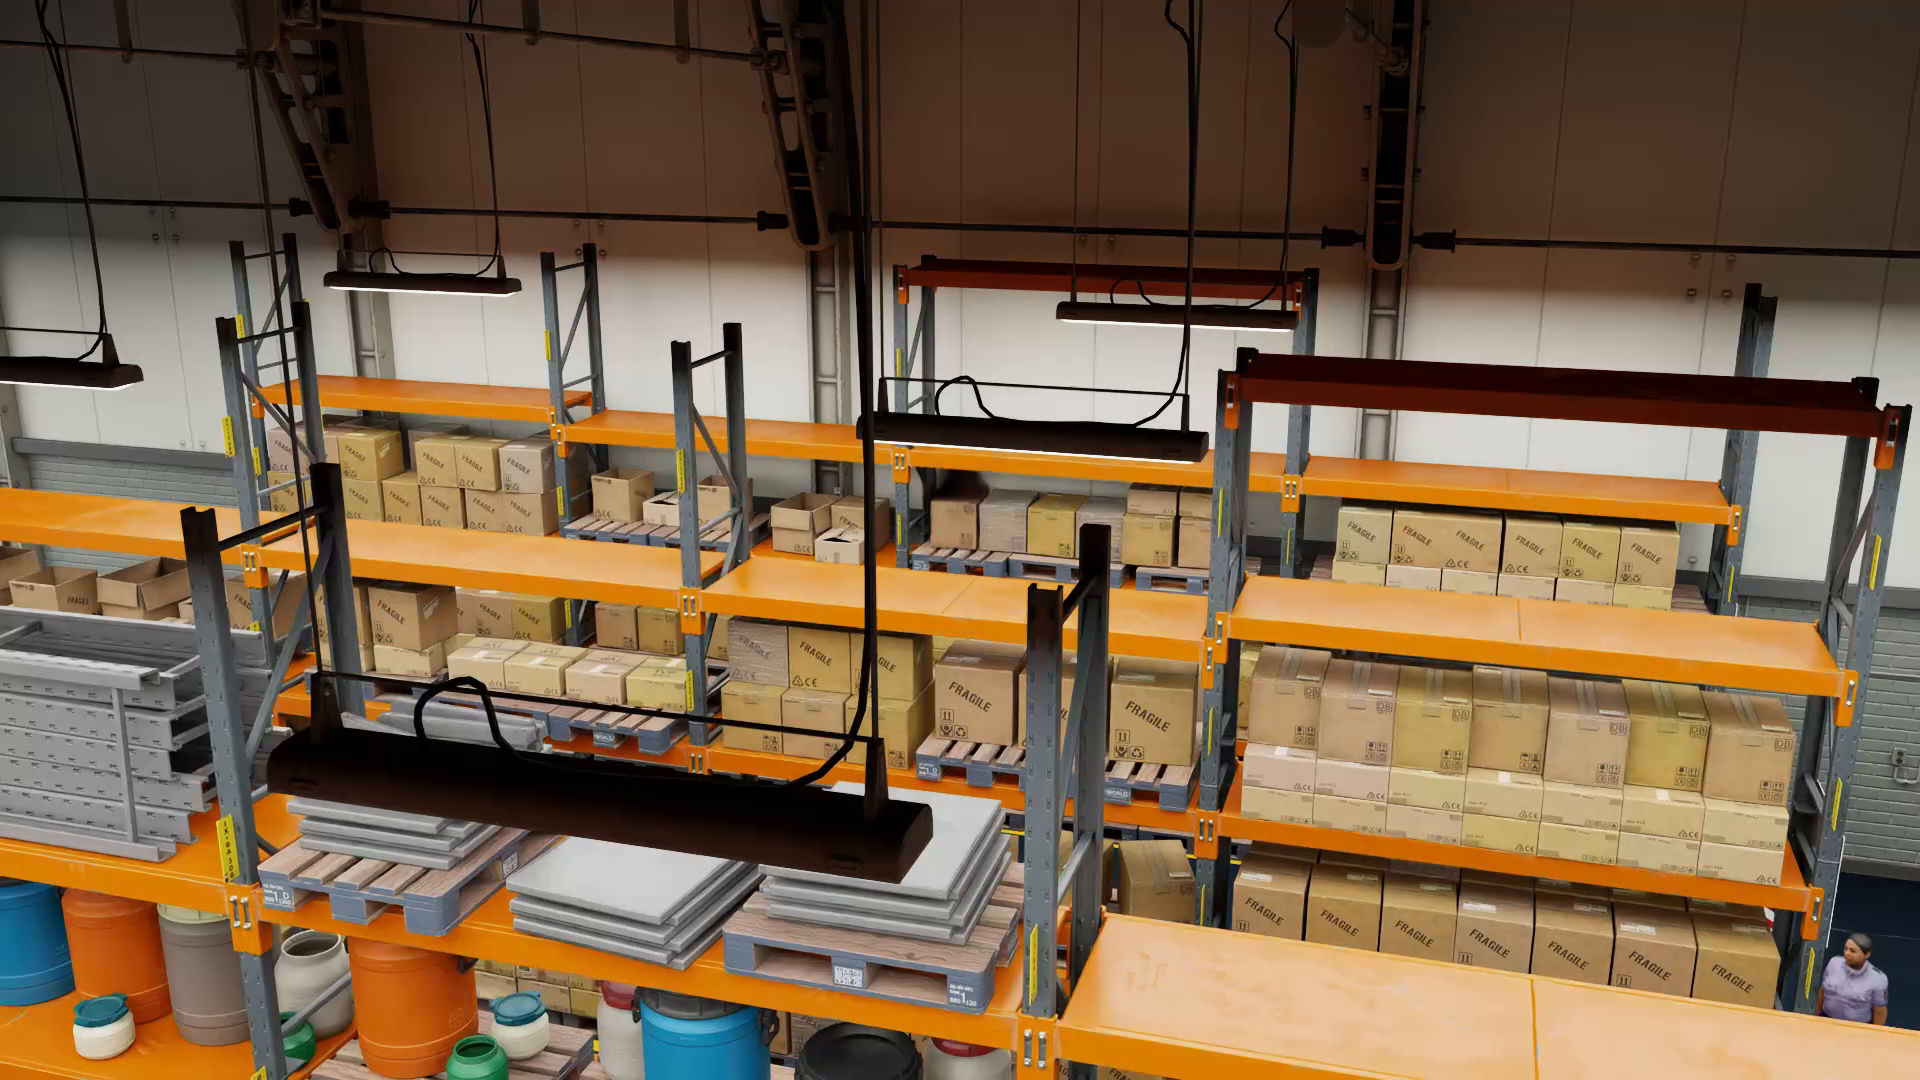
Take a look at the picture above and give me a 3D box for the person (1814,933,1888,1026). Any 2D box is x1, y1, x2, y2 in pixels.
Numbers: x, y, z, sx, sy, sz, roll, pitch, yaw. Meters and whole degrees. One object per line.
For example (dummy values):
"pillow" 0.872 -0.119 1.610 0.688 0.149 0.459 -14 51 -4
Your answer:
"person" 6.739 3.778 12.705 0.484 1.671 0.507 -12 20 -37
